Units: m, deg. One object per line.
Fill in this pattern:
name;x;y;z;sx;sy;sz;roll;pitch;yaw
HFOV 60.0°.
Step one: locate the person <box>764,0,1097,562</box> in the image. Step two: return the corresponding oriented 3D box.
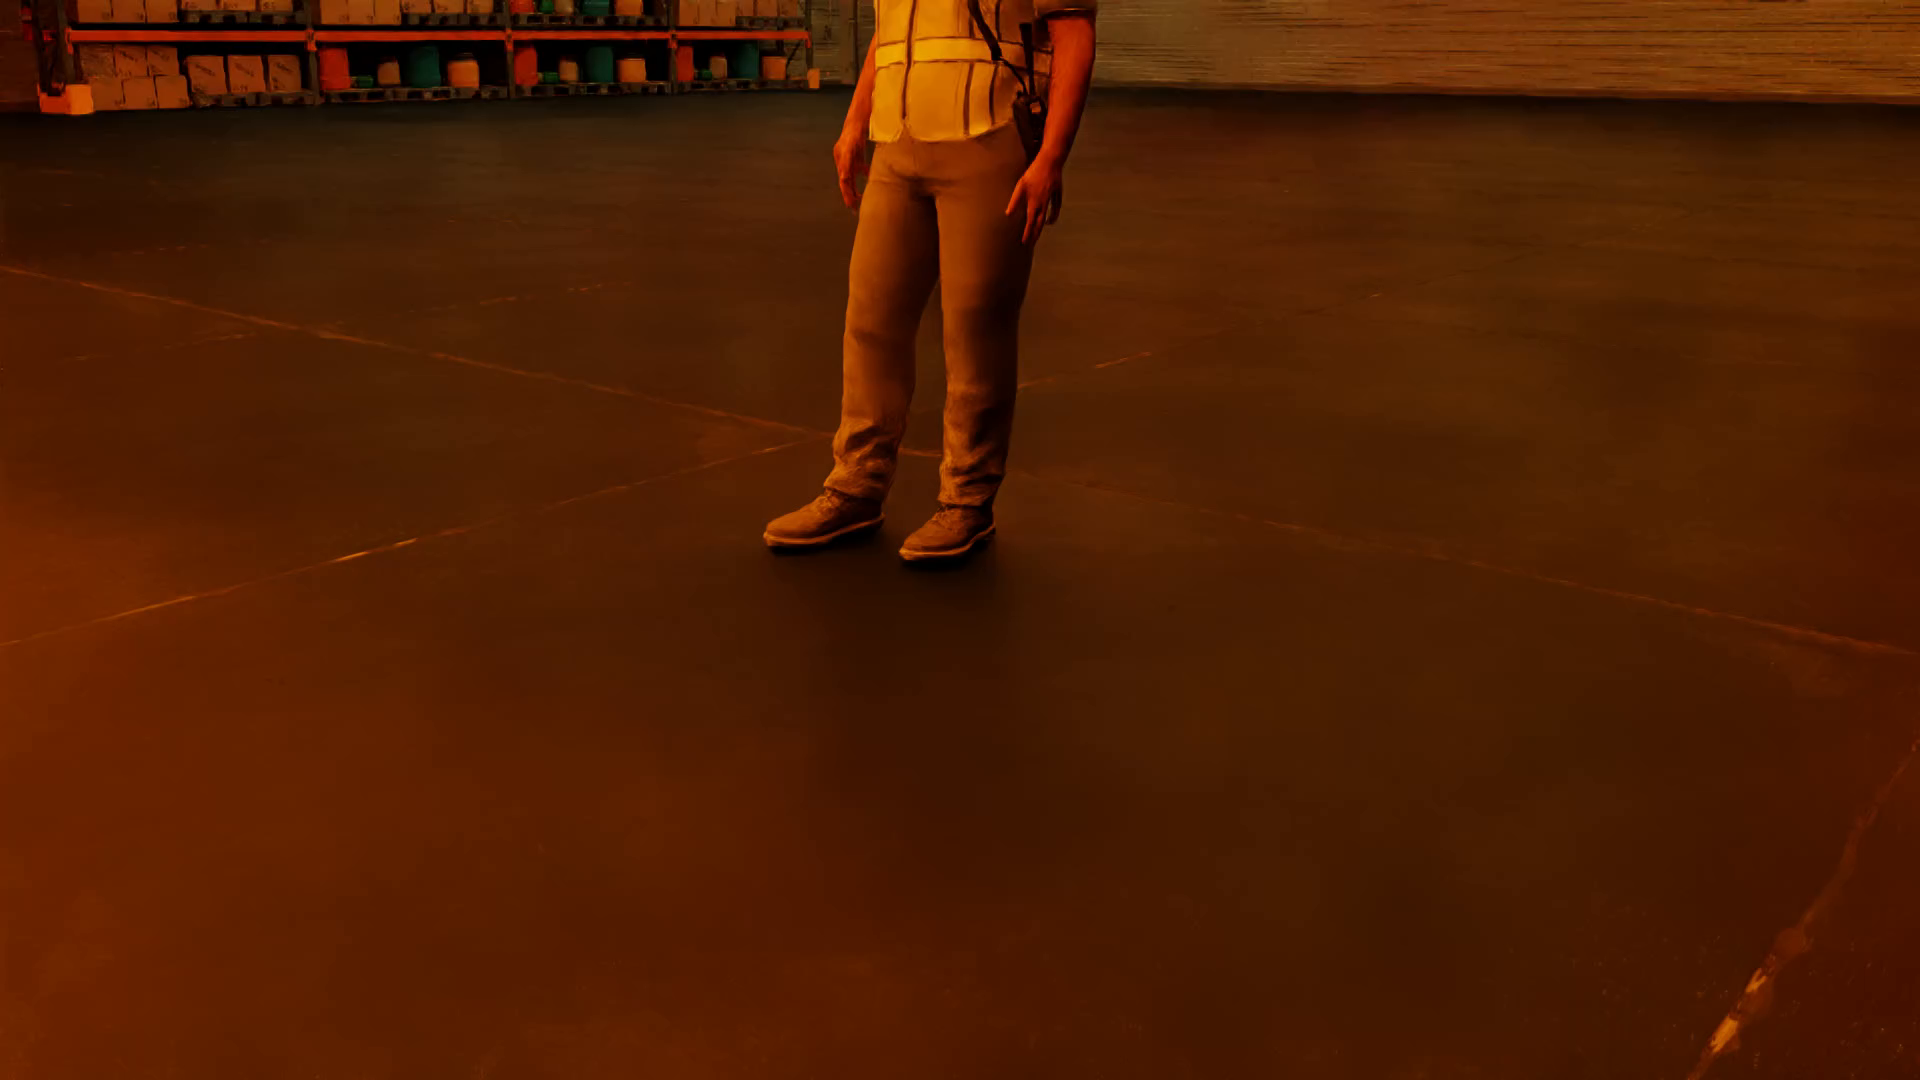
person;-0.059;-0.845;3.631;0.640;1.781;0.574;13;21;37
